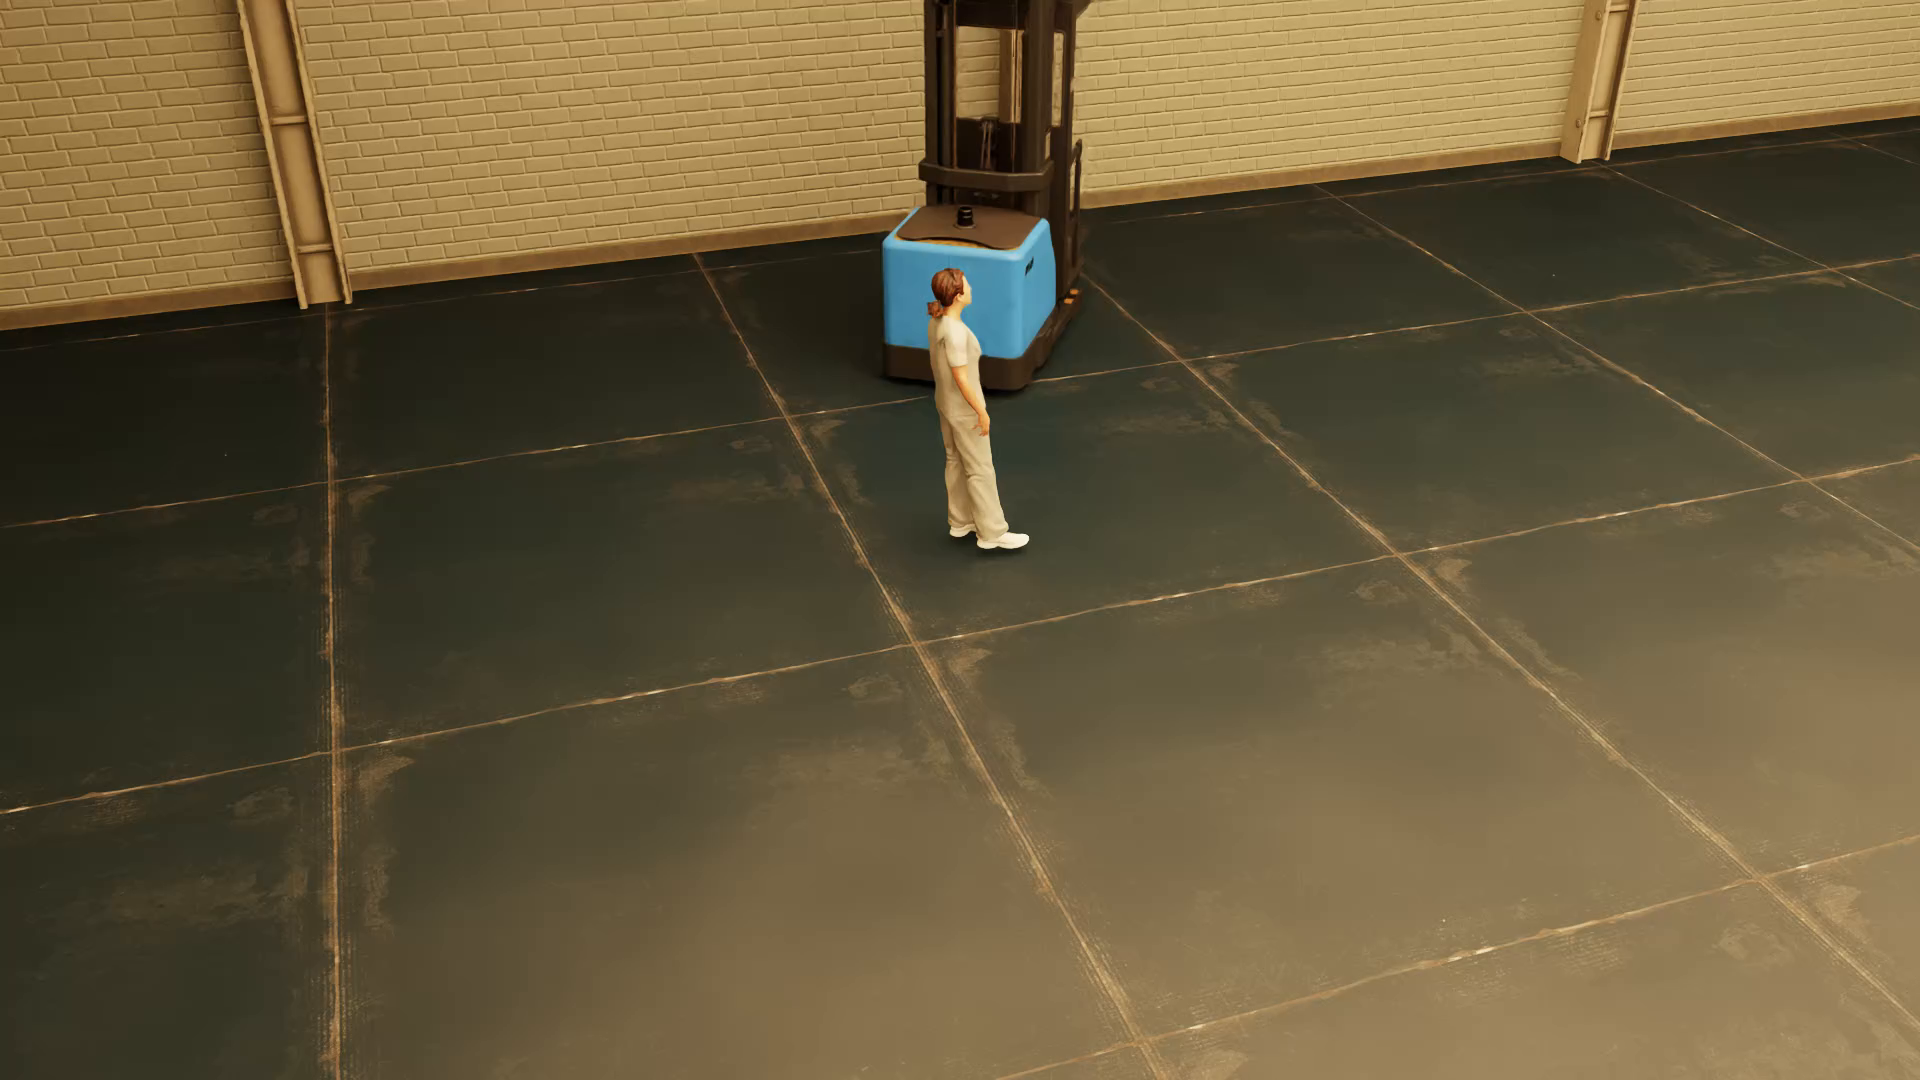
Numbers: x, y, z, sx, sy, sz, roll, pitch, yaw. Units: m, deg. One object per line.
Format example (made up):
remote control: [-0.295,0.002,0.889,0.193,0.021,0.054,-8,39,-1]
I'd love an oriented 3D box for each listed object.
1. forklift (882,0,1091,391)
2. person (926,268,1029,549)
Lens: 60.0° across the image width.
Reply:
forklift: [0.349,-3.045,12.379,1.130,2.935,3.031,8,31,14]
person: [0.074,-0.773,9.594,0.547,1.673,0.549,-10,31,-16]
